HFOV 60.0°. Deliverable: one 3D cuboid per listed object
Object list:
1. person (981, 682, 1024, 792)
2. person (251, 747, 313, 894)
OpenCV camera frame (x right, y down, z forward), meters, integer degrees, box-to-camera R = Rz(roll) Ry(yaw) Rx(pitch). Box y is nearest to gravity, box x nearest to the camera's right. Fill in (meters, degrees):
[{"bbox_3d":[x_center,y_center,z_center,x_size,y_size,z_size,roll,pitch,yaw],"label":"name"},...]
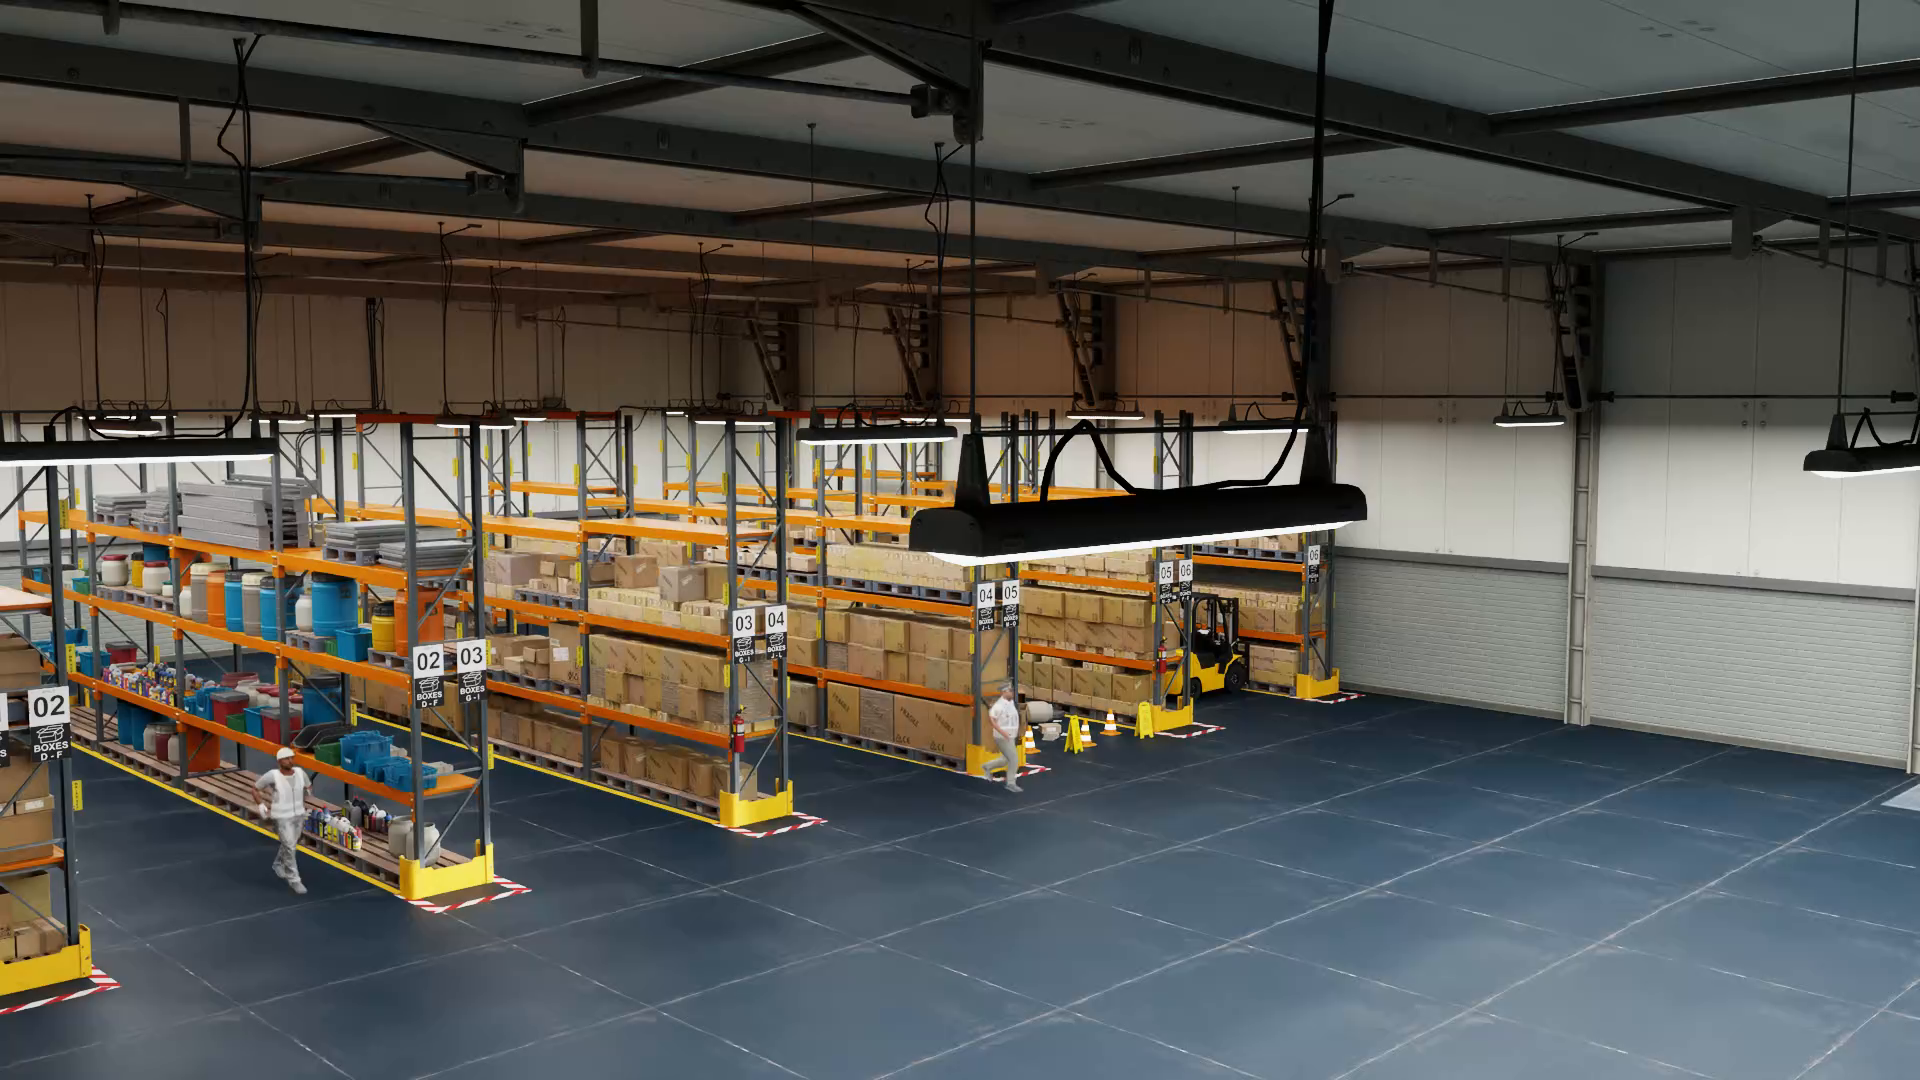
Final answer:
[{"bbox_3d":[0.676,3.148,26.786,0.784,1.769,0.690,2,5,21],"label":"person"},{"bbox_3d":[-8.639,3.566,21.364,0.897,1.819,0.671,3,6,33],"label":"person"}]
